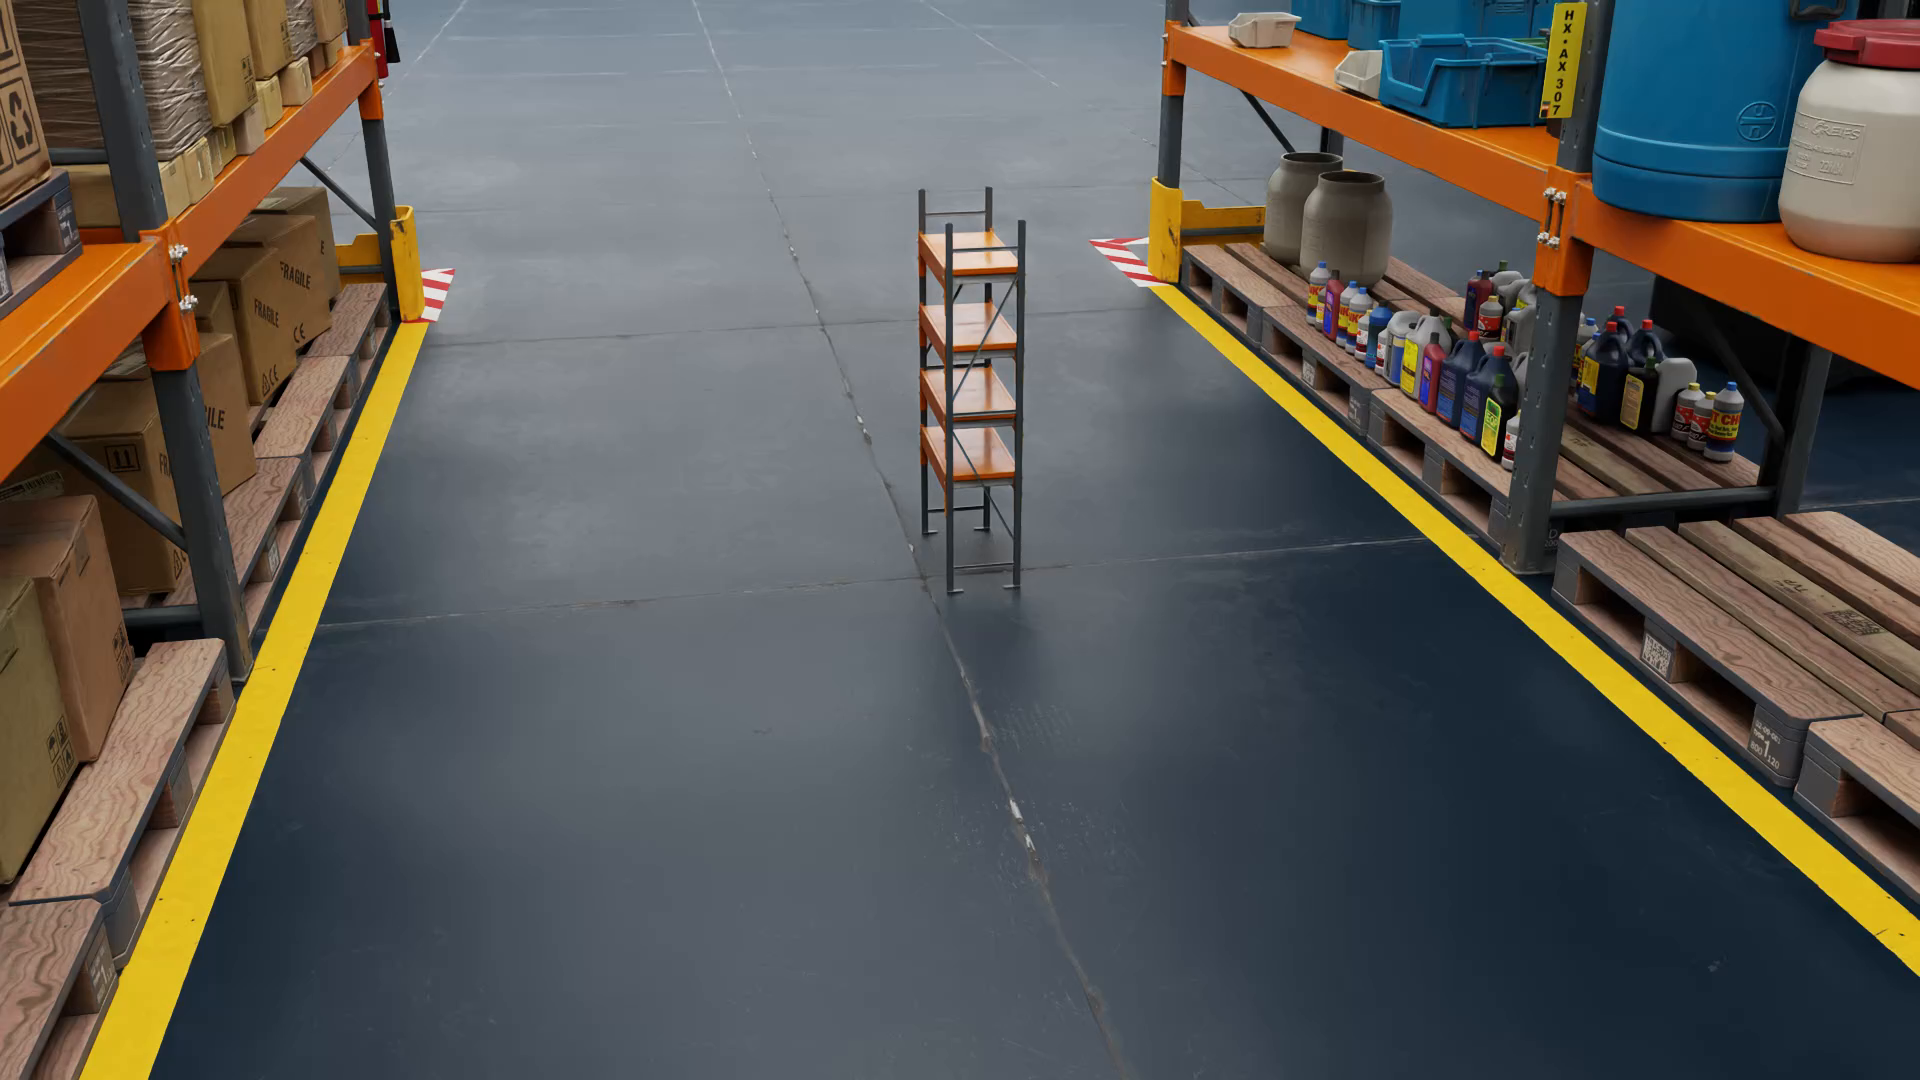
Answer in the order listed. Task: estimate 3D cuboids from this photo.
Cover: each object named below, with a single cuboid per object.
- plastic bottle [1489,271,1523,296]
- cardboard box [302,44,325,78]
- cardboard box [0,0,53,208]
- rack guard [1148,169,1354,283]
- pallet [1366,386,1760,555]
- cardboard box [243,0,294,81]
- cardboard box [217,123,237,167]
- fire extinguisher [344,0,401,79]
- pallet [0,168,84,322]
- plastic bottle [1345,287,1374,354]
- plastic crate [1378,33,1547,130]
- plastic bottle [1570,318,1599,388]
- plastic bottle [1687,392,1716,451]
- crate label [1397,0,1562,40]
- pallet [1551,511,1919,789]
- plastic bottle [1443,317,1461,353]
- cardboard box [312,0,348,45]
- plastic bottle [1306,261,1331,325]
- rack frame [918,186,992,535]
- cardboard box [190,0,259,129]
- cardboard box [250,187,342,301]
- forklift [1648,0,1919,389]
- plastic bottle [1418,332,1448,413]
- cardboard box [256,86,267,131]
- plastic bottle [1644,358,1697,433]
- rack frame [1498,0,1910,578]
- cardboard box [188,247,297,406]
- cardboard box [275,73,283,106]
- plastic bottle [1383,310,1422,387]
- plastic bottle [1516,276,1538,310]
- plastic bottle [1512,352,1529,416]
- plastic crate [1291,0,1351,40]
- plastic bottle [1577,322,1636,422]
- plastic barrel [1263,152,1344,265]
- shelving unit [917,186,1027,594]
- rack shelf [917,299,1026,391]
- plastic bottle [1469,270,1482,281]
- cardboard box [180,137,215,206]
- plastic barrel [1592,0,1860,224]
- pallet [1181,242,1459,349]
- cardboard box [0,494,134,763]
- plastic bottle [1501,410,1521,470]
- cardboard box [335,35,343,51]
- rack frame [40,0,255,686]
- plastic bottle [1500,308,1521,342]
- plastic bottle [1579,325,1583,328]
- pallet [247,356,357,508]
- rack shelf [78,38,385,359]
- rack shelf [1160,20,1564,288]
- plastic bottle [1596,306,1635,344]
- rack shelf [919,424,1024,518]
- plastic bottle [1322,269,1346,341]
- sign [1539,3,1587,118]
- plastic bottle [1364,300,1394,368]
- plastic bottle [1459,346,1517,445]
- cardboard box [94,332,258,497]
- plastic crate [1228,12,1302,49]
[{"bbox_3d":[2.358,-1.046,7.251,0.152,0.276,0.135,-4,24,-9],"label":"plastic bottle"},{"bbox_3d":[-2.871,-2.013,6.925,0.380,0.149,0.250,-4,24,-10],"label":"cardboard box"},{"bbox_3d":[-2.551,-1.089,3.220,1.000,1.000,1.000,-4,24,-9],"label":"cardboard box"},{"bbox_3d":[1.628,-1.712,9.045,1.175,0.500,0.348,-4,24,-10],"label":"rack guard"},{"bbox_3d":[2.224,-0.300,6.173,1.003,0.211,1.213,-4,24,-10],"label":"pallet"},{"bbox_3d":[-2.884,-1.896,5.847,0.875,0.500,0.500,-4,24,-10],"label":"cardboard box"},{"bbox_3d":[-2.467,-1.229,5.130,0.380,0.149,0.250,-4,24,-10],"label":"cardboard box"},{"bbox_3d":[-2.868,-2.561,7.963,0.296,0.674,0.183,-4,24,-10],"label":"fire extinguisher"},{"bbox_3d":[-2.562,-0.545,3.489,1.003,0.211,1.213,-4,24,-10],"label":"pallet"},{"bbox_3d":[1.679,-0.925,6.979,0.097,0.271,0.097,0,24,0],"label":"plastic bottle"},{"bbox_3d":[1.836,-1.658,5.984,0.499,0.251,0.616,-4,24,-10],"label":"plastic crate"},{"bbox_3d":[2.467,-0.739,6.555,0.097,0.271,0.097,0,24,0],"label":"plastic bottle"},{"bbox_3d":[2.660,-0.428,5.928,0.097,0.201,0.097,0,24,0],"label":"plastic bottle"},{"bbox_3d":[2.174,-2.196,6.987,0.502,0.435,0.616,-4,24,-10],"label":"crate label"},{"bbox_3d":[2.491,0.273,4.861,1.003,0.211,1.213,-4,24,-10],"label":"pallet"},{"bbox_3d":[1.906,-0.720,6.494,0.061,0.283,0.133,-4,24,-10],"label":"plastic bottle"},{"bbox_3d":[-3.015,-2.293,6.757,0.875,0.500,0.500,-4,24,-10],"label":"cardboard box"},{"bbox_3d":[1.597,-1.099,7.378,0.097,0.271,0.097,0,24,0],"label":"plastic bottle"},{"bbox_3d":[-0.015,-0.581,5.581,0.240,1.200,0.015,-4,24,-10],"label":"rack frame"},{"bbox_3d":[-2.641,-1.507,4.956,0.875,0.500,0.500,-4,24,-10],"label":"cardboard box"},{"bbox_3d":[-3.201,-1.318,7.617,0.500,0.500,0.500,0,24,0],"label":"cardboard box"},{"bbox_3d":[4.873,-2.285,7.319,3.031,2.935,1.130,-5,24,-12],"label":"forklift"},{"bbox_3d":[1.798,-0.636,6.302,0.061,0.283,0.133,-3,24,-6],"label":"plastic bottle"},{"bbox_3d":[-2.560,-1.426,5.580,0.380,0.149,0.250,-4,24,-10],"label":"cardboard box"},{"bbox_3d":[2.593,-0.547,6.108,0.152,0.276,0.135,-3,24,-8],"label":"plastic bottle"},{"bbox_3d":[2.307,-1.311,5.003,1.000,3.000,0.127,-4,24,-10],"label":"rack frame"},{"bbox_3d":[-2.960,-0.837,6.518,0.500,0.500,0.500,-2,24,-5],"label":"cardboard box"},{"bbox_3d":[-2.686,-1.620,6.025,0.380,0.149,0.250,-4,24,-10],"label":"cardboard box"},{"bbox_3d":[1.784,-0.763,6.602,0.152,0.276,0.135,-4,24,-9],"label":"plastic bottle"},{"bbox_3d":[2.418,-0.961,6.963,0.144,0.351,0.185,-3,24,-8],"label":"plastic bottle"},{"bbox_3d":[2.047,-0.541,6.001,0.144,0.351,0.185,-4,24,-10],"label":"plastic bottle"},{"bbox_3d":[1.954,-2.641,8.235,0.499,0.251,0.616,-4,24,-10],"label":"plastic crate"},{"bbox_3d":[2.424,-0.636,6.218,0.144,0.351,0.185,-4,24,-10],"label":"plastic bottle"},{"bbox_3d":[1.764,-1.683,8.440,0.421,0.512,0.421,0,24,0],"label":"plastic barrel"},{"bbox_3d":[0.031,-0.485,5.361,0.258,1.200,0.503,-4,24,-10],"label":"shelving unit"},{"bbox_3d":[0.031,-0.628,5.298,0.258,0.148,0.480,-4,24,-10],"label":"rack shelf"},{"bbox_3d":[2.338,-1.113,7.498,0.097,0.201,0.097,0,24,0],"label":"plastic bottle"},{"bbox_3d":[-2.338,-1.035,4.686,0.380,0.149,0.250,-4,24,-10],"label":"cardboard box"},{"bbox_3d":[2.081,-1.366,4.504,0.600,0.901,0.708,-4,24,-10],"label":"plastic barrel"},{"bbox_3d":[1.773,-1.260,8.371,1.003,0.211,1.213,-4,24,-10],"label":"pallet"},{"bbox_3d":[-2.468,0.243,4.019,0.700,0.500,0.500,-6,24,-14],"label":"cardboard box"},{"bbox_3d":[1.934,-0.350,5.749,0.097,0.201,0.097,0,24,0],"label":"plastic bottle"},{"bbox_3d":[-3.044,-2.305,7.595,0.380,0.149,0.250,-4,24,-10],"label":"cardboard box"},{"bbox_3d":[-2.560,-0.944,4.164,1.000,3.000,0.127,-4,24,-10],"label":"rack frame"},{"bbox_3d":[2.307,-0.867,6.933,0.097,0.201,0.097,0,24,0],"label":"plastic bottle"},{"bbox_3d":[2.502,-0.765,6.701,0.097,0.201,0.097,0,24,0],"label":"plastic bottle"},{"bbox_3d":[-2.948,-0.409,6.422,1.003,0.211,1.213,-4,24,-10],"label":"pallet"},{"bbox_3d":[-2.930,-1.401,6.109,1.077,0.370,4.000,-4,24,-10],"label":"rack shelf"},{"bbox_3d":[1.937,-1.768,6.948,1.077,0.370,4.000,-4,24,-10],"label":"rack shelf"},{"bbox_3d":[2.531,-0.721,6.413,0.144,0.351,0.185,-5,24,-12],"label":"plastic bottle"},{"bbox_3d":[0.031,-0.241,5.467,0.258,0.148,0.480,-4,24,-10],"label":"rack shelf"},{"bbox_3d":[1.621,-1.014,7.169,0.061,0.283,0.133,-4,24,-9],"label":"plastic bottle"},{"bbox_3d":[1.765,-1.401,4.864,0.100,0.325,0.005,-4,24,-10],"label":"sign"},{"bbox_3d":[1.716,-0.845,6.797,0.097,0.271,0.097,0,24,0],"label":"plastic bottle"},{"bbox_3d":[1.905,-0.530,5.976,0.144,0.351,0.185,-5,24,-11],"label":"plastic bottle"},{"bbox_3d":[-2.708,-0.376,5.462,0.500,0.500,0.500,3,24,7],"label":"cardboard box"},{"bbox_3d":[1.417,-2.387,7.798,0.298,0.136,0.250,-4,24,-10],"label":"plastic crate"}]
